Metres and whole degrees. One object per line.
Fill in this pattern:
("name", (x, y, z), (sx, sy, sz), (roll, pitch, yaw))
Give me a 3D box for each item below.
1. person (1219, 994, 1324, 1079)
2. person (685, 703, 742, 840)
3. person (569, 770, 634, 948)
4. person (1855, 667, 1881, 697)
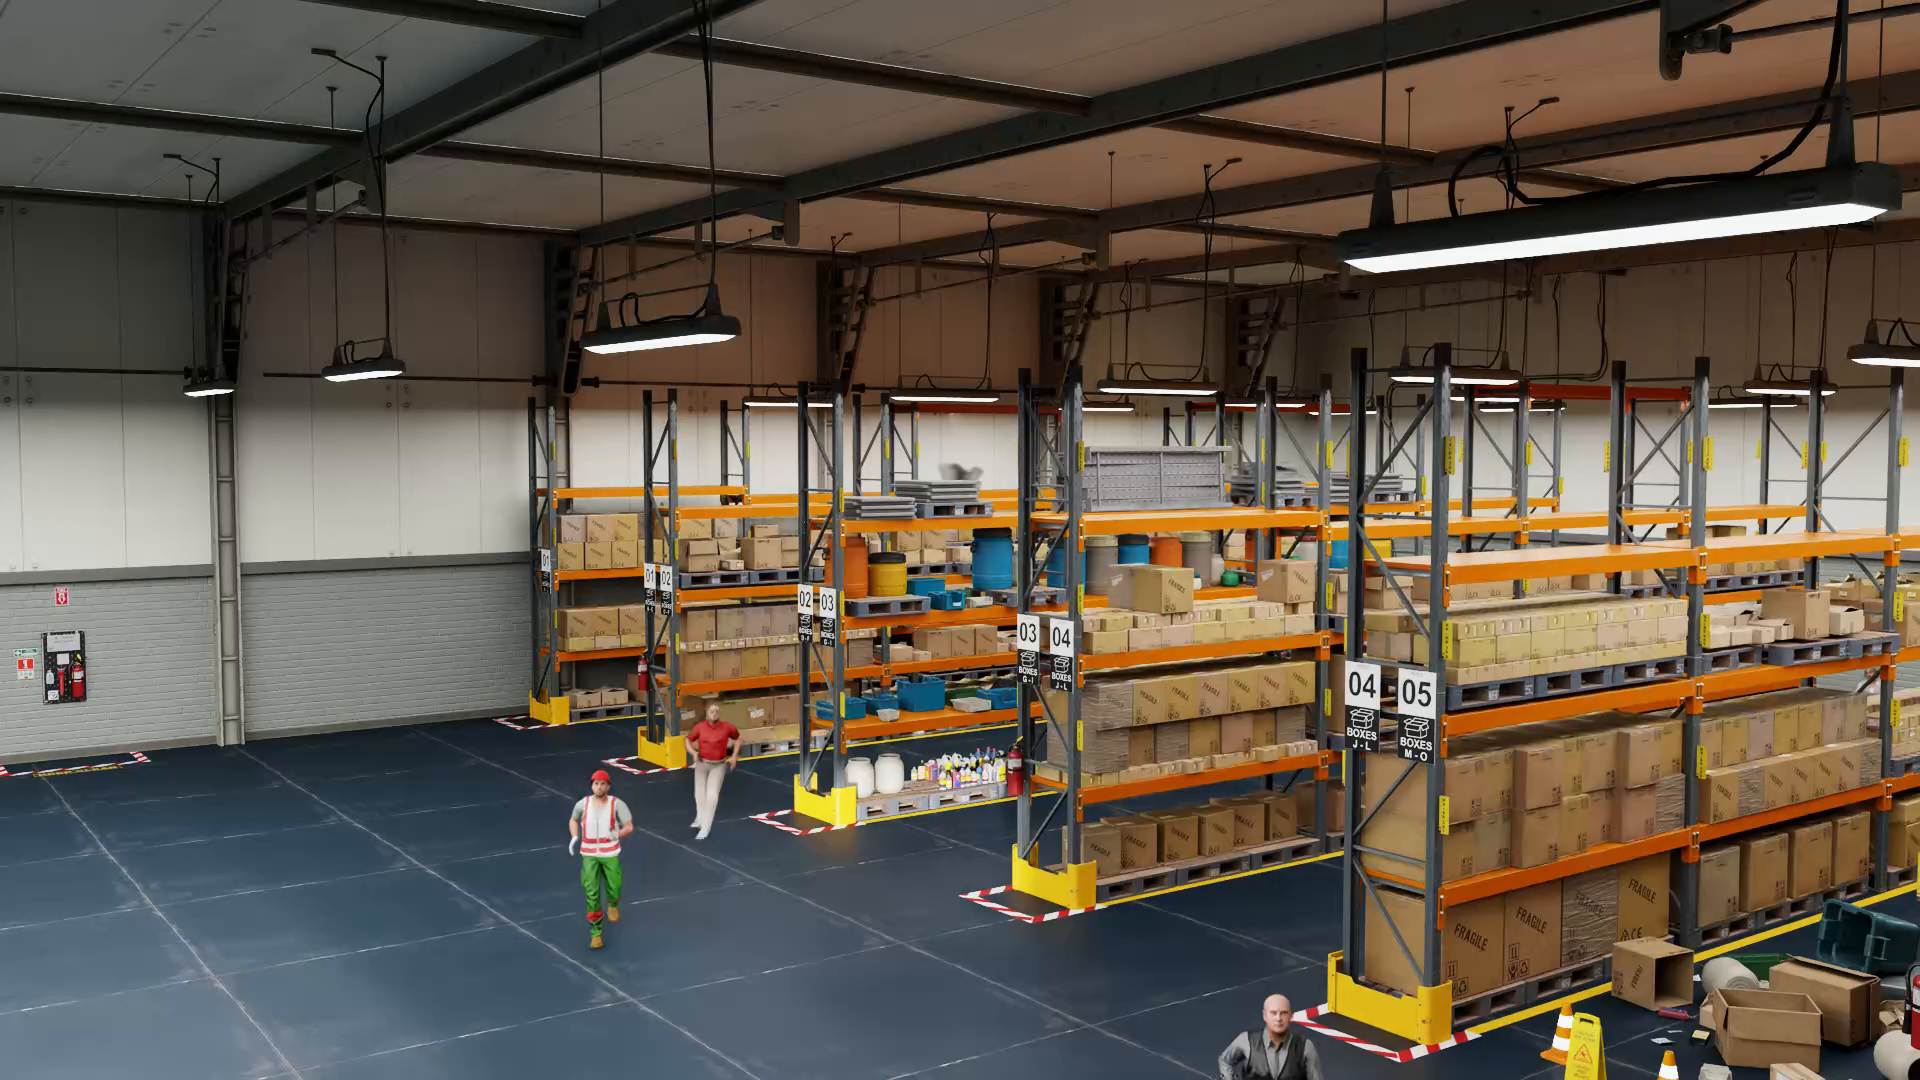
("person", (1.948, 3.696, 10.336), (0.628, 1.732, 0.705), (0, 3, 2))
("person", (-3.269, 3.028, 21.913), (0.711, 1.766, 0.798), (0, 3, 5))
("person", (-3.718, 3.261, 17.218), (0.669, 1.765, 0.914), (0, 3, -6))
("person", (14.652, 2.820, 26.688), (0.597, 1.558, 0.475), (2, 4, 25))
